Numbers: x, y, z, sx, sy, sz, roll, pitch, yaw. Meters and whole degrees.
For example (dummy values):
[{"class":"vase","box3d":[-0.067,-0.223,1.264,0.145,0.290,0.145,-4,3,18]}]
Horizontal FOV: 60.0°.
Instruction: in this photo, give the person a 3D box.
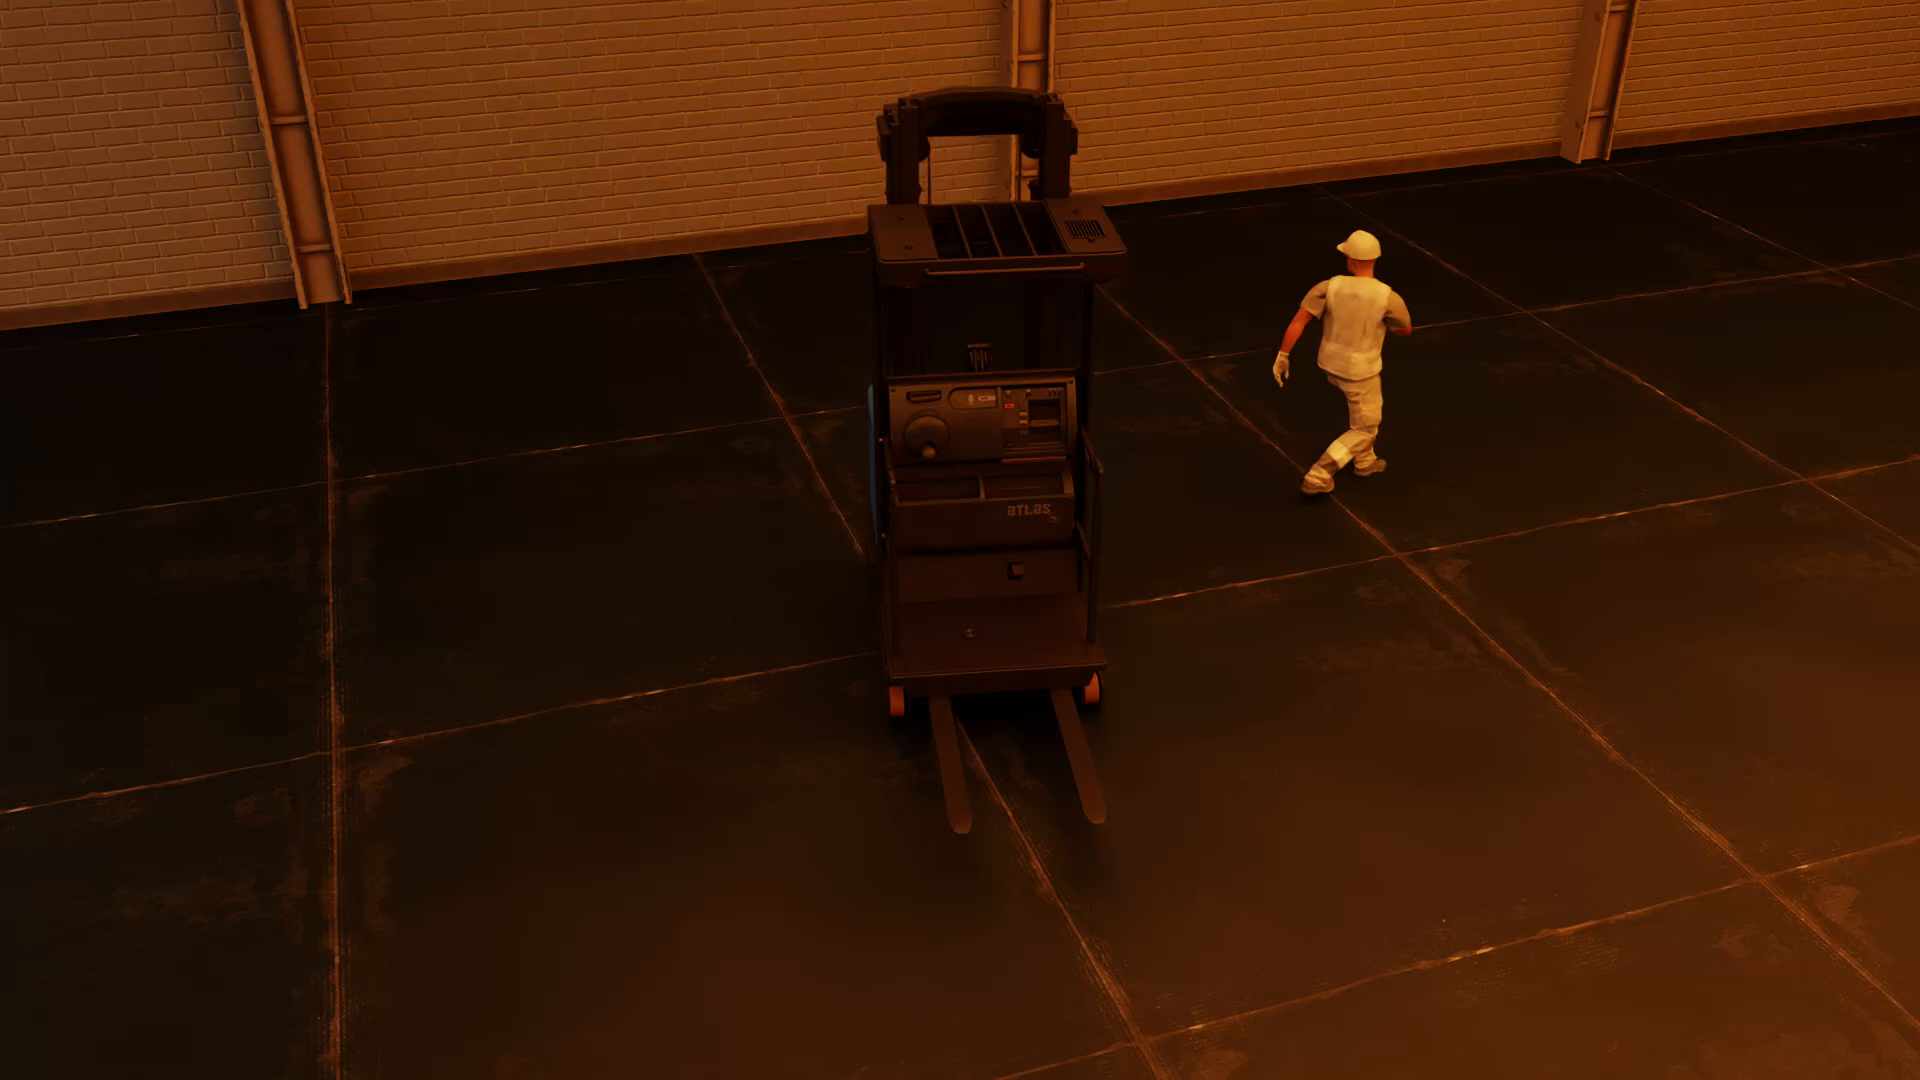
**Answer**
[{"class":"person","box3d":[2.415,-1.082,10.241,0.937,1.700,0.569,-23,37,-34]}]

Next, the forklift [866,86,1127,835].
[{"class":"forklift","box3d":[0.141,-0.551,8.045,1.130,2.935,3.031,-3,30,-6]}]
